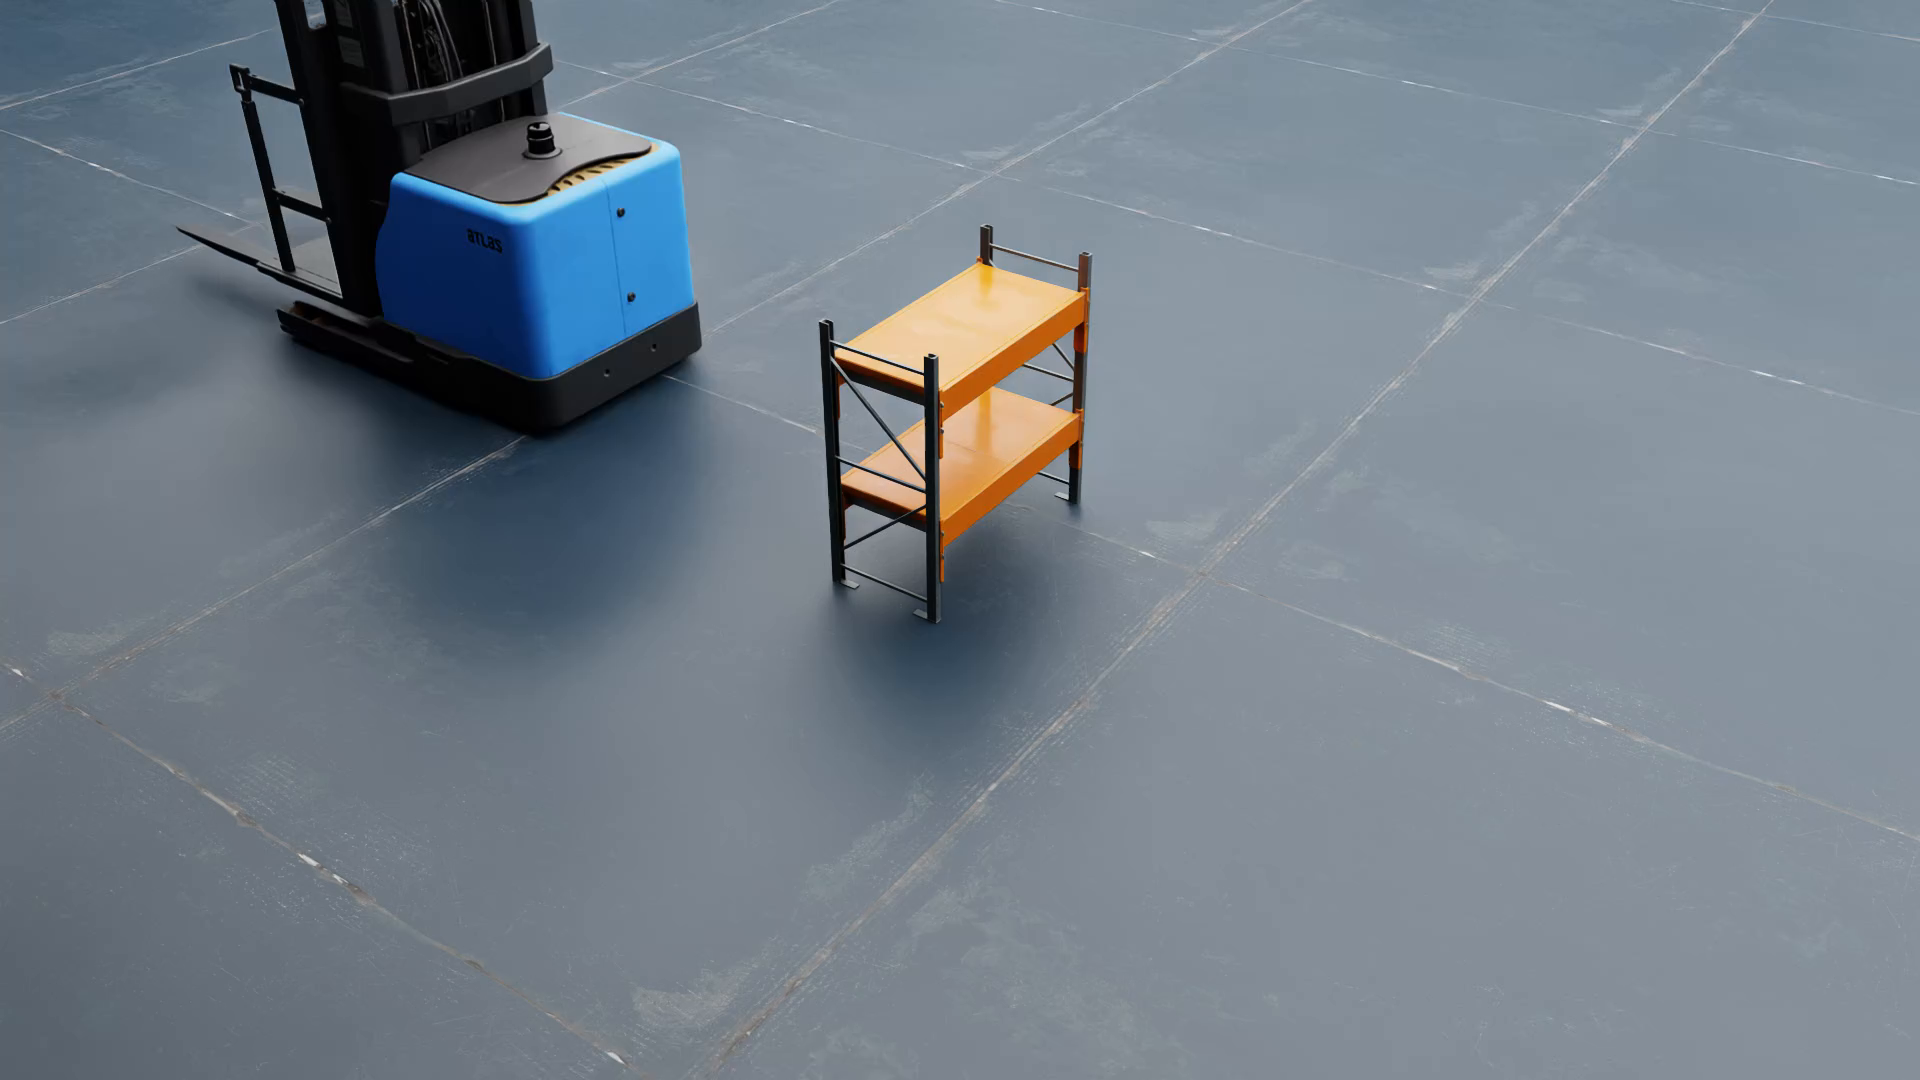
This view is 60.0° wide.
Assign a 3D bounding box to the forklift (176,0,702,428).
[{"bbox_3d":[-2.737,-2.357,7.619,3.031,2.935,1.130,22,40,29],"label":"forklift"}]

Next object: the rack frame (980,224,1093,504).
[{"bbox_3d":[0.294,-0.703,6.785,0.500,1.125,0.032,21,39,28],"label":"rack frame"}]

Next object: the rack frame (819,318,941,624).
[{"bbox_3d":[-0.286,-0.235,6.094,0.500,1.125,0.032,21,39,28],"label":"rack frame"}]

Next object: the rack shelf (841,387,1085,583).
[{"bbox_3d":[0.004,-0.267,6.576,0.538,0.278,1.000,21,39,28],"label":"rack shelf"}]

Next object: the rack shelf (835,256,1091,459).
[{"bbox_3d":[0.004,-0.712,6.276,0.538,0.278,1.000,21,39,28],"label":"rack shelf"}]

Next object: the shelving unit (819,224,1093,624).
[{"bbox_3d":[0.004,-0.469,6.439,0.538,1.125,1.048,21,39,28],"label":"shelving unit"}]
